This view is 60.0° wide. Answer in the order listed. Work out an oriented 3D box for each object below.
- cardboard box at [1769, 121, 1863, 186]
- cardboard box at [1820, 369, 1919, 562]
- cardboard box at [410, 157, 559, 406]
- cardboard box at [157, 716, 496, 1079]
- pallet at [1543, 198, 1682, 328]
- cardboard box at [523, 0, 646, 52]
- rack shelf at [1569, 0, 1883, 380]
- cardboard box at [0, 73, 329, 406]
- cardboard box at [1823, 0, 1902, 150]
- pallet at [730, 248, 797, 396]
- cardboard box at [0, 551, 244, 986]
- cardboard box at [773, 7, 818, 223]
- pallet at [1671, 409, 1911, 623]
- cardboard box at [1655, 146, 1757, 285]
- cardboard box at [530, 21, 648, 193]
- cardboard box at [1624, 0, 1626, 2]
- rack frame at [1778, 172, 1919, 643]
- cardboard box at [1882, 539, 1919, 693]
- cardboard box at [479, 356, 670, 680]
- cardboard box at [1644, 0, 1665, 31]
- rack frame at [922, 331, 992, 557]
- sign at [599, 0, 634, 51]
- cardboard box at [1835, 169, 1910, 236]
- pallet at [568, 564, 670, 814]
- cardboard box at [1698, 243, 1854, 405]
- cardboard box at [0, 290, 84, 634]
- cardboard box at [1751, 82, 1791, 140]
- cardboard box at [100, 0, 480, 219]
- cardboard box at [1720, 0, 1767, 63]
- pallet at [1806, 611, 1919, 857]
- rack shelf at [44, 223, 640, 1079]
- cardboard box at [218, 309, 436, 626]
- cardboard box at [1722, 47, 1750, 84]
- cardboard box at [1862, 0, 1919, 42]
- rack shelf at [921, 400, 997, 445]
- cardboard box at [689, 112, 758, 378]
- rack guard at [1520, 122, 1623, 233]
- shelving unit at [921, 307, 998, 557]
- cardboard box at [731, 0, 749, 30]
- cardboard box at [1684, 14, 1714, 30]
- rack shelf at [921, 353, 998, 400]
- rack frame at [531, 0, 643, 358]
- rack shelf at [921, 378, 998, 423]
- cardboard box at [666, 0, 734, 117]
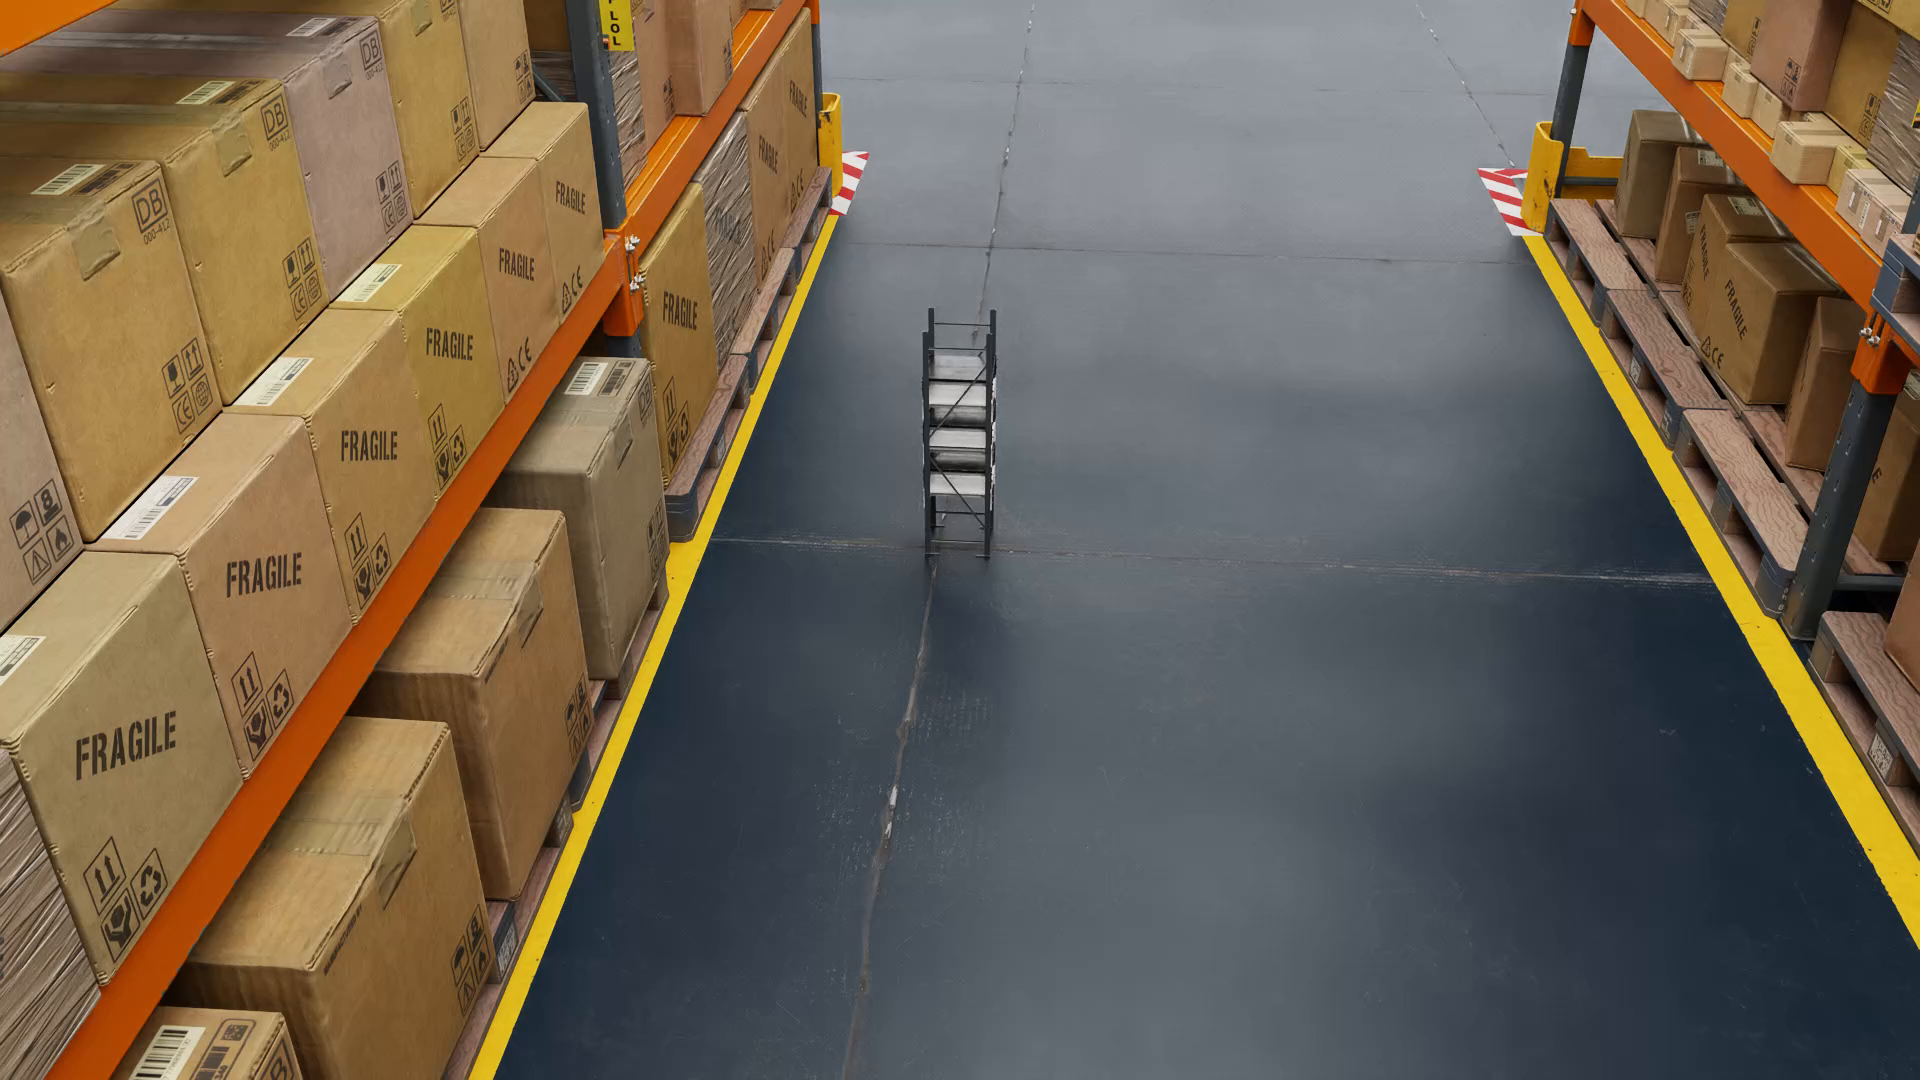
[{"bbox_3d":[3.086,-1.351,5.823,0.380,0.149,0.250,2,32,4],"label":"cardboard box"},{"bbox_3d":[3.414,-0.261,5.797,0.500,0.500,0.500,2,32,2],"label":"cardboard box"},{"bbox_3d":[-1.411,-0.698,4.429,0.500,0.500,0.500,2,32,3],"label":"cardboard box"},{"bbox_3d":[-1.712,0.895,3.683,1.050,0.750,0.750,3,32,5],"label":"cardboard box"},{"bbox_3d":[3.560,-1.381,8.289,1.003,0.211,1.213,2,32,4],"label":"pallet"},{"bbox_3d":[-1.529,-1.919,5.333,0.875,0.550,0.550,2,32,4],"label":"cardboard box"},{"bbox_3d":[3.505,-1.679,6.801,1.077,0.370,4.000,2,32,4],"label":"rack shelf"},{"bbox_3d":[-1.752,-0.615,3.341,0.700,0.500,0.500,2,32,3],"label":"cardboard box"},{"bbox_3d":[3.516,-1.601,5.610,0.875,0.500,0.500,2,32,4],"label":"cardboard box"},{"bbox_3d":[-1.357,-1.051,7.754,1.003,0.211,1.213,2,32,4],"label":"pallet"},{"bbox_3d":[-1.575,0.356,2.718,0.500,0.500,0.500,2,32,4],"label":"cardboard box"},{"bbox_3d":[-1.257,-2.213,8.606,0.875,0.875,0.875,3,32,4],"label":"cardboard box"},{"bbox_3d":[3.361,-0.105,6.219,1.003,0.211,1.213,2,32,4],"label":"pallet"},{"bbox_3d":[3.586,-1.506,7.817,0.500,0.500,0.500,11,33,17],"label":"cardboard box"},{"bbox_3d":[-1.575,-1.461,5.619,0.875,0.550,0.550,2,32,4],"label":"cardboard box"},{"bbox_3d":[3.367,-2.655,7.939,0.380,0.149,0.250,2,32,4],"label":"cardboard box"},{"bbox_3d":[3.342,-0.939,4.915,1.000,3.000,0.127,2,32,4],"label":"rack frame"},{"bbox_3d":[3.270,0.258,4.936,0.700,0.500,0.500,0,32,0],"label":"cardboard box"},{"bbox_3d":[-1.554,-0.097,5.292,1.050,0.750,0.750,2,32,4],"label":"cardboard box"},{"bbox_3d":[3.332,-2.394,7.514,0.380,0.149,0.250,2,32,4],"label":"cardboard box"},{"bbox_3d":[-0.009,-0.326,5.921,0.240,0.900,0.006,2,32,4],"label":"rack frame"},{"bbox_3d":[-1.052,-1.645,5.032,0.100,0.325,0.005,2,32,4],"label":"sign"},{"bbox_3d":[3.096,-1.088,5.395,0.380,0.149,0.250,2,32,4],"label":"cardboard box"},{"bbox_3d":[-1.581,0.390,5.416,1.003,0.211,1.213,2,32,4],"label":"pallet"},{"bbox_3d":[3.426,-0.889,6.816,0.500,0.500,0.500,0,32,0],"label":"cardboard box"},{"bbox_3d":[-1.833,-0.080,2.472,0.700,0.500,0.500,2,32,3],"label":"cardboard box"},{"bbox_3d":[3.218,-1.609,6.241,0.380,0.149,0.250,2,32,4],"label":"cardboard box"},{"bbox_3d":[-1.668,-1.143,4.198,0.700,0.500,0.500,2,32,3],"label":"cardboard box"},{"bbox_3d":[3.538,-2.127,6.463,0.875,0.500,0.500,2,32,4],"label":"cardboard box"},{"bbox_3d":[3.280,0.655,4.986,1.003,0.211,1.213,2,32,4],"label":"pallet"},{"bbox_3d":[-1.756,0.148,3.837,1.077,0.370,4.000,2,32,4],"label":"rack shelf"},{"bbox_3d":[-1.491,-0.168,3.569,0.500,0.500,0.500,2,32,3],"label":"cardboard box"},{"bbox_3d":[3.300,-1.869,6.662,0.380,0.149,0.250,2,32,4],"label":"cardboard box"},{"bbox_3d":[3.104,-1.781,4.950,0.500,0.500,0.500,2,32,4],"label":"cardboard box"},{"bbox_3d":[-0.001,-0.427,5.977,0.258,0.077,0.200,2,32,4],"label":"rack shelf"},{"bbox_3d":[-1.403,-1.276,7.086,0.875,0.875,0.875,3,32,4],"label":"cardboard box"},{"bbox_3d":[3.661,-1.927,8.901,1.175,0.500,0.348,2,32,4],"label":"rack guard"},{"bbox_3d":[-0.001,-0.379,6.007,0.258,0.900,0.210,2,32,4],"label":"shelving unit"},{"bbox_3d":[-1.447,-2.588,7.447,0.875,0.550,0.550,2,32,4],"label":"cardboard box"},{"bbox_3d":[3.312,-2.131,7.089,0.380,0.149,0.250,2,32,4],"label":"cardboard box"},{"bbox_3d":[-0.001,-0.580,5.883,0.258,0.077,0.200,2,32,4],"label":"rack shelf"},{"bbox_3d":[-1.593,-1.204,5.345,1.000,3.000,0.127,2,32,4],"label":"rack frame"},{"bbox_3d":[-0.001,-0.504,5.930,0.258,0.077,0.200,2,32,4],"label":"rack shelf"},{"bbox_3d":[-1.392,-2.027,6.538,0.875,0.550,0.550,2,32,4],"label":"cardboard box"}]
